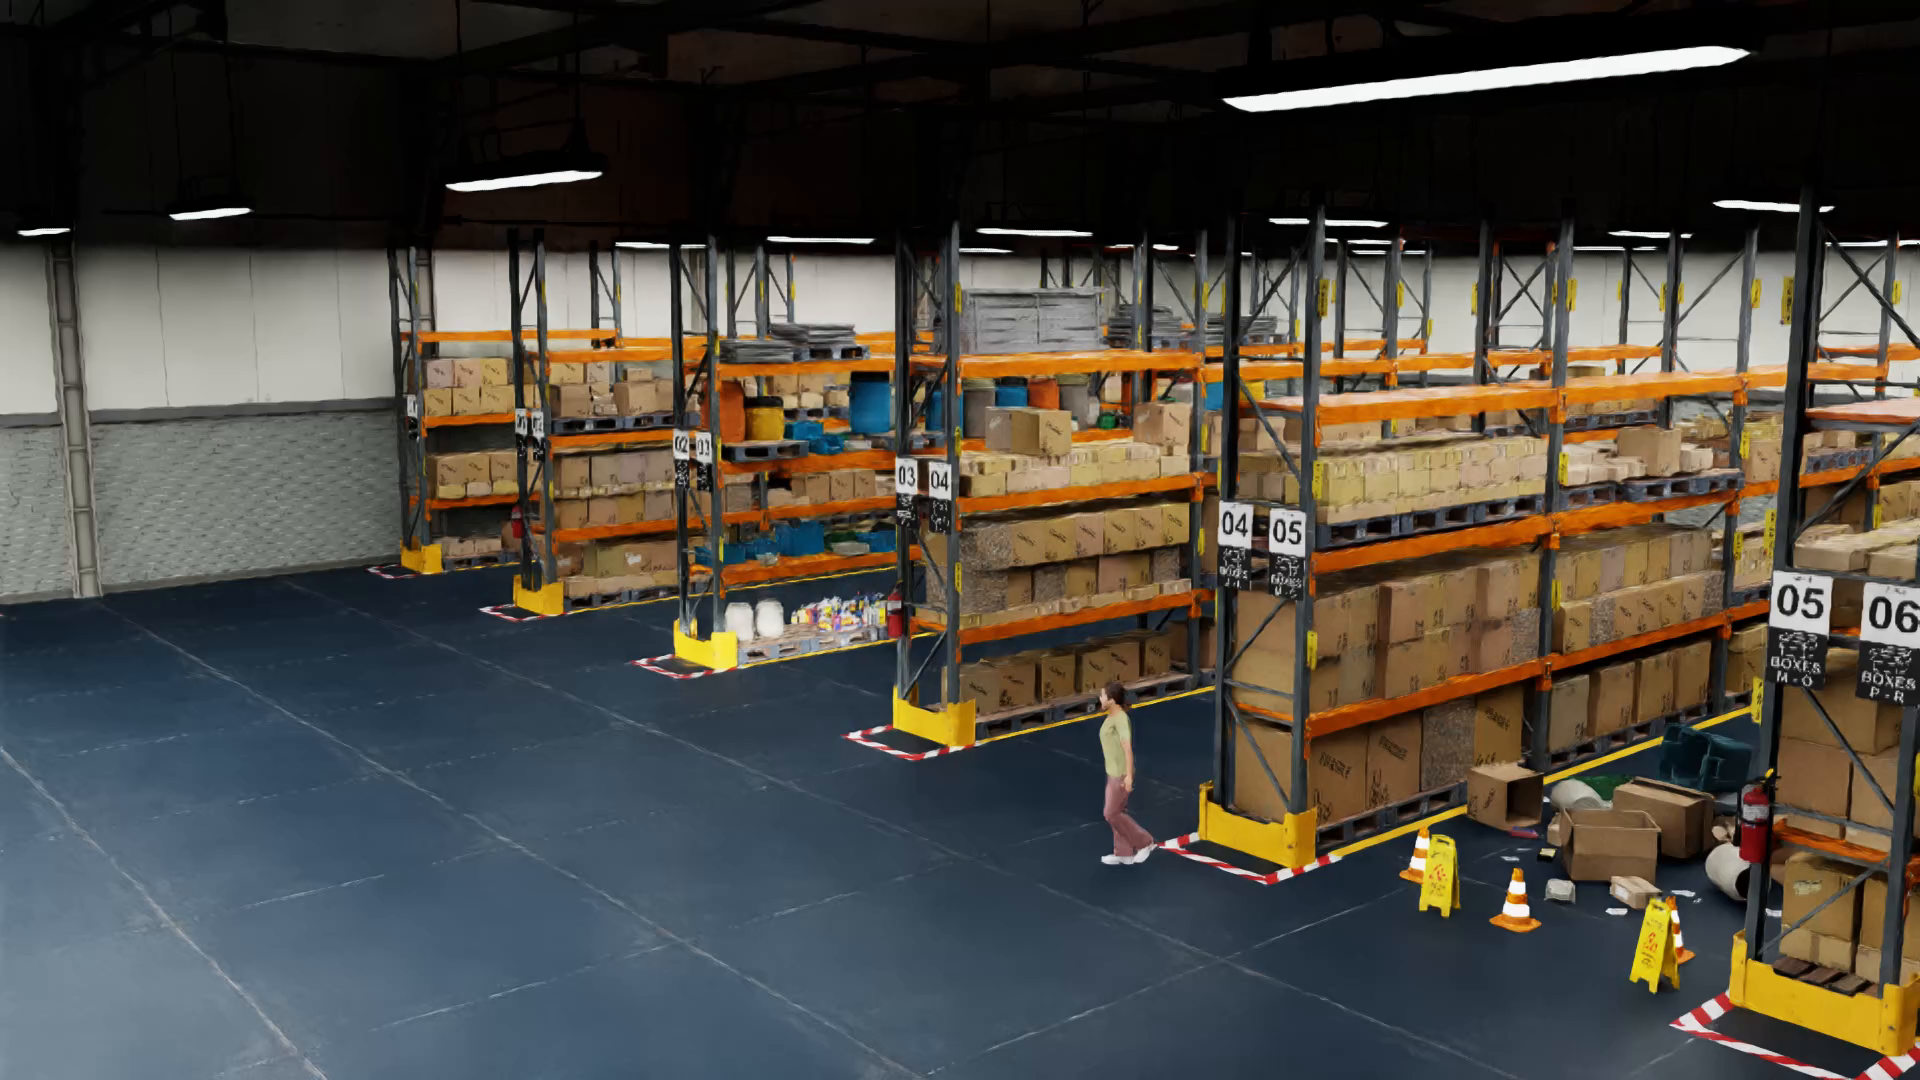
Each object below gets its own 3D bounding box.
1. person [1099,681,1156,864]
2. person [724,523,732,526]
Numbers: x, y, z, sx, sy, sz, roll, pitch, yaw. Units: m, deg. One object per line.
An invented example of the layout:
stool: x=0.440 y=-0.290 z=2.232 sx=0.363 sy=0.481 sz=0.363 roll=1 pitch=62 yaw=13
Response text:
person: x=1.497 y=2.087 z=14.826 sx=0.502 sy=1.664 sz=0.520 roll=0 pitch=9 yaw=-3
person: x=-4.567 y=-0.712 z=32.779 sx=0.700 sy=1.690 sz=0.863 roll=6 pitch=10 yaw=33
